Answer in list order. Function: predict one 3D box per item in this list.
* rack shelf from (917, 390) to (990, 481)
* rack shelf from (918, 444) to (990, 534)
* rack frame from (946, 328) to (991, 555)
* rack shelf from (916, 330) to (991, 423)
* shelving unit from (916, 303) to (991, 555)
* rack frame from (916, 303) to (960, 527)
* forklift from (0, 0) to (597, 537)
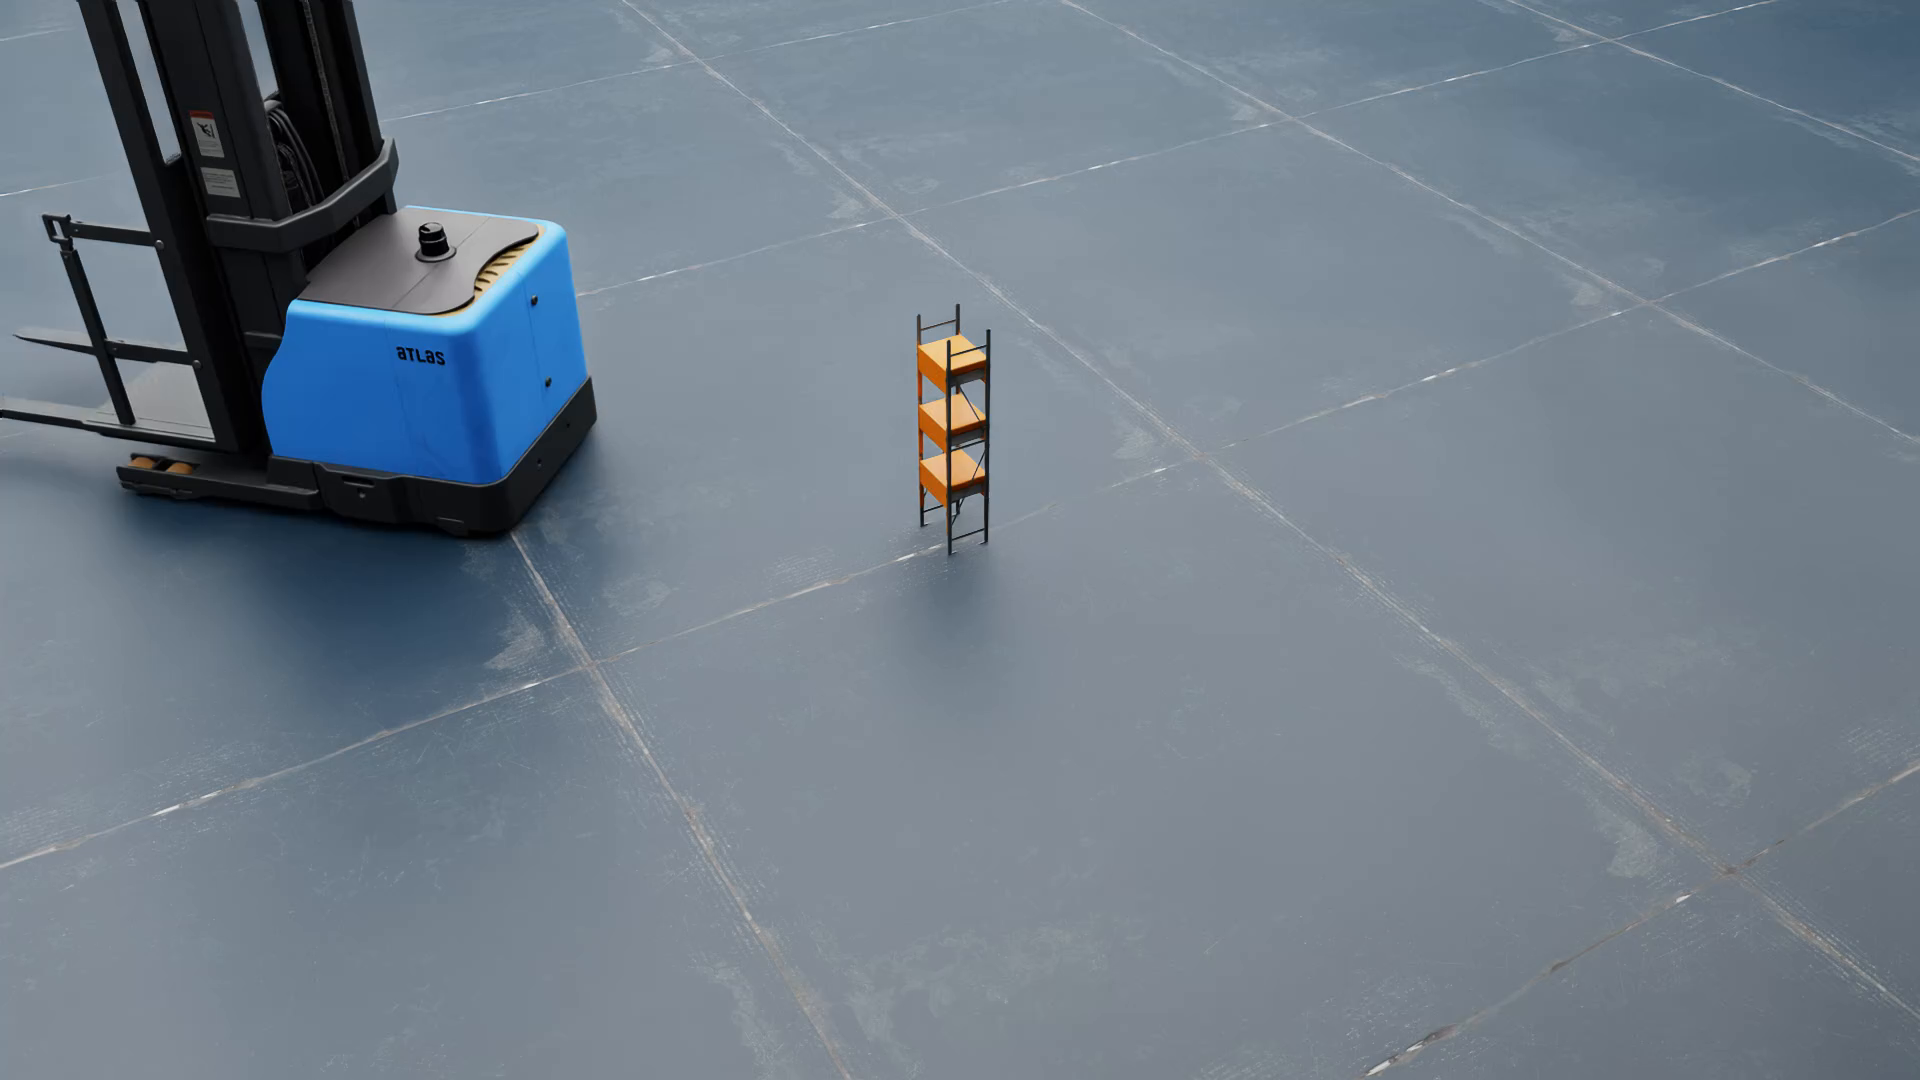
[{"bbox_3d":[-0.027,-0.443,6.984,0.215,0.259,0.240,-19,40,-24],"label":"rack shelf"},{"bbox_3d":[-0.027,-0.218,7.148,0.215,0.259,0.240,-19,40,-24],"label":"rack shelf"},{"bbox_3d":[0.034,-0.389,6.893,0.200,1.050,0.008,-19,40,-24],"label":"rack frame"},{"bbox_3d":[-0.027,-0.672,6.817,0.215,0.259,0.240,-19,40,-24],"label":"rack shelf"},{"bbox_3d":[-0.027,-0.451,6.978,0.215,1.050,0.252,-19,40,-24],"label":"shelving unit"},{"bbox_3d":[-0.088,-0.513,7.063,0.200,1.050,0.008,-19,40,-24],"label":"rack frame"},{"bbox_3d":[-3.301,-1.656,7.033,3.031,2.935,1.130,8,37,11],"label":"forklift"}]
